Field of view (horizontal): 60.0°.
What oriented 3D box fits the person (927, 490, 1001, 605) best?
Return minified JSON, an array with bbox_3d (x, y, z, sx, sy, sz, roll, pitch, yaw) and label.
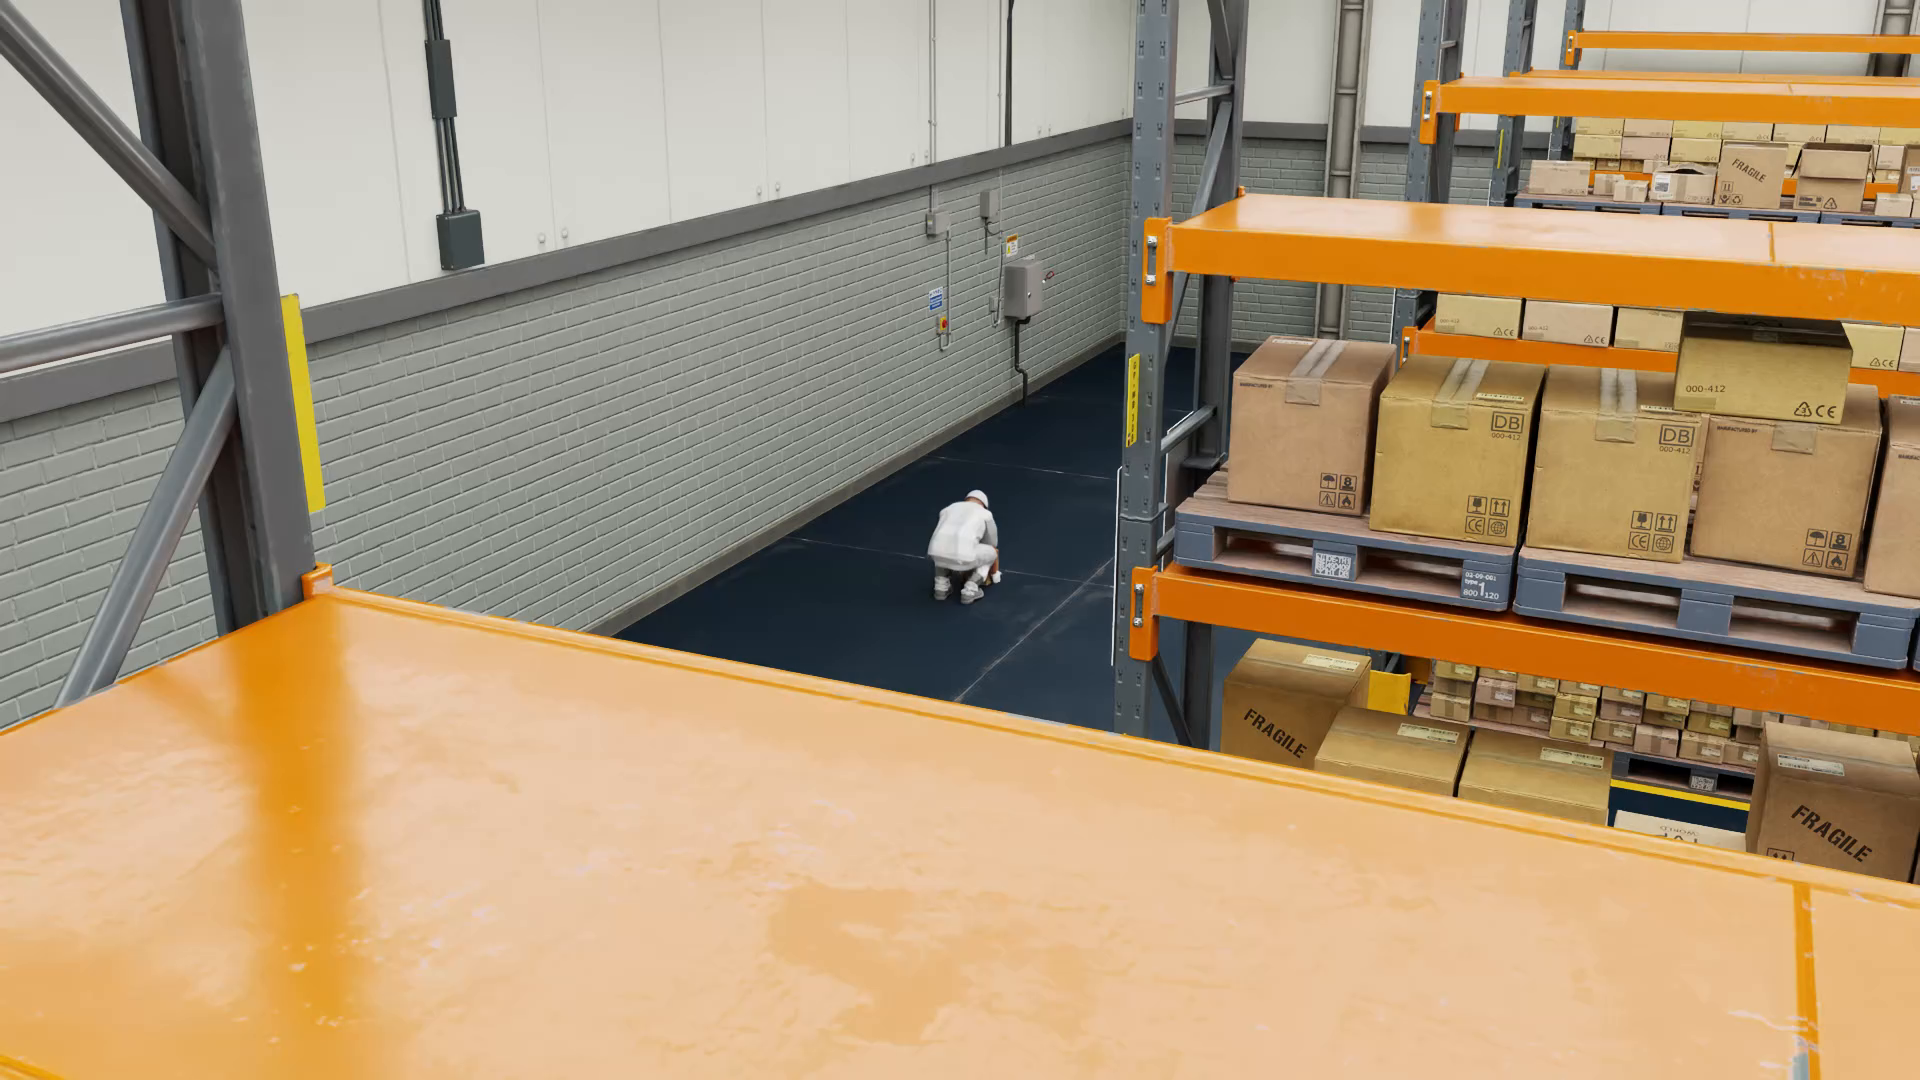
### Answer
[{"bbox_3d":[0.040,0.098,13.926,0.538,0.856,0.933,8,20,22],"label":"person"}]
